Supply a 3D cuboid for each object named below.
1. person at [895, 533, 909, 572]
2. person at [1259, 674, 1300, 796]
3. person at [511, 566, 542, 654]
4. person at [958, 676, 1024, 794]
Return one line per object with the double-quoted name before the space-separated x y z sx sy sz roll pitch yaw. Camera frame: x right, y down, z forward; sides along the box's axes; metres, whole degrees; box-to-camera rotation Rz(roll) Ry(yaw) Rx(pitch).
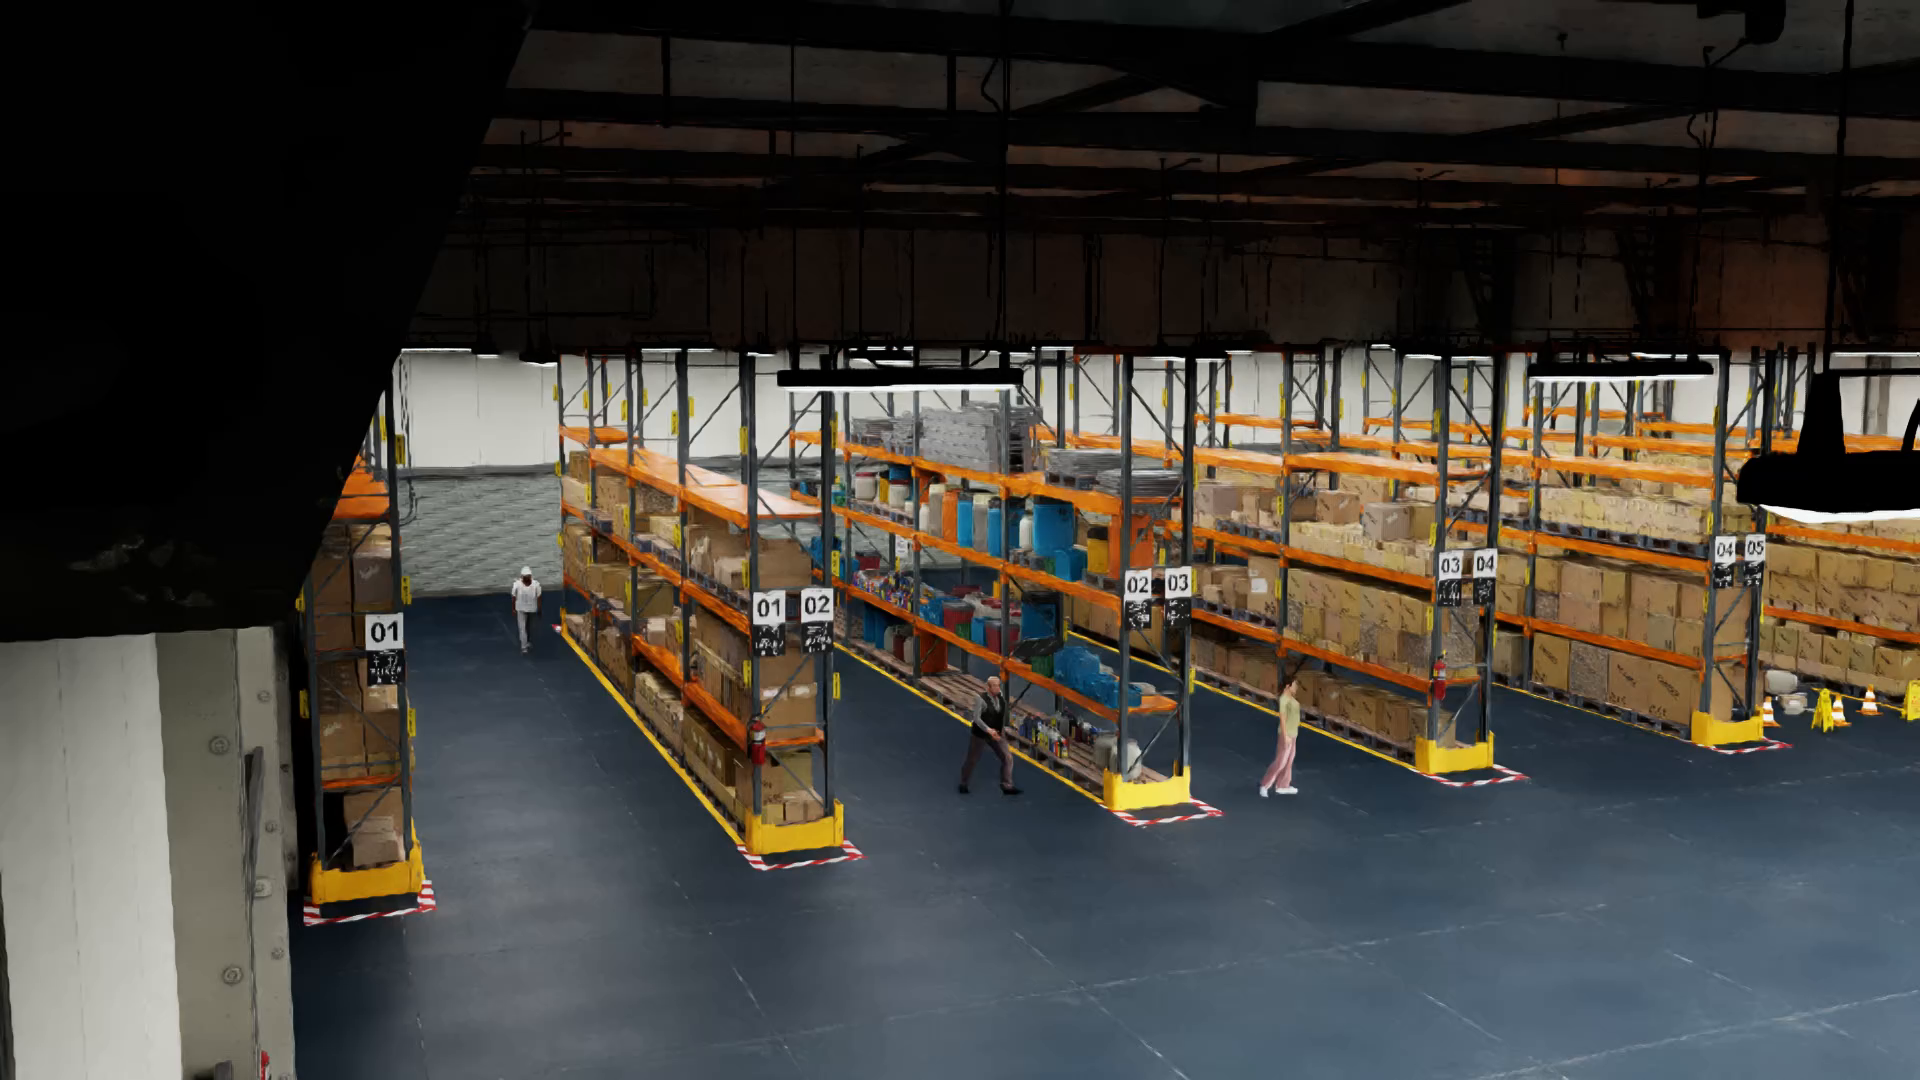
"person" -1.584 0.416 40.163 0.539 1.656 0.694 4 8 26
"person" 4.335 2.654 22.558 0.476 1.664 0.648 3 8 25
"person" -8.472 1.348 32.592 0.575 1.689 1.128 -3 8 -23
"person" 0.374 2.640 22.603 0.682 1.661 0.844 -6 9 -38
